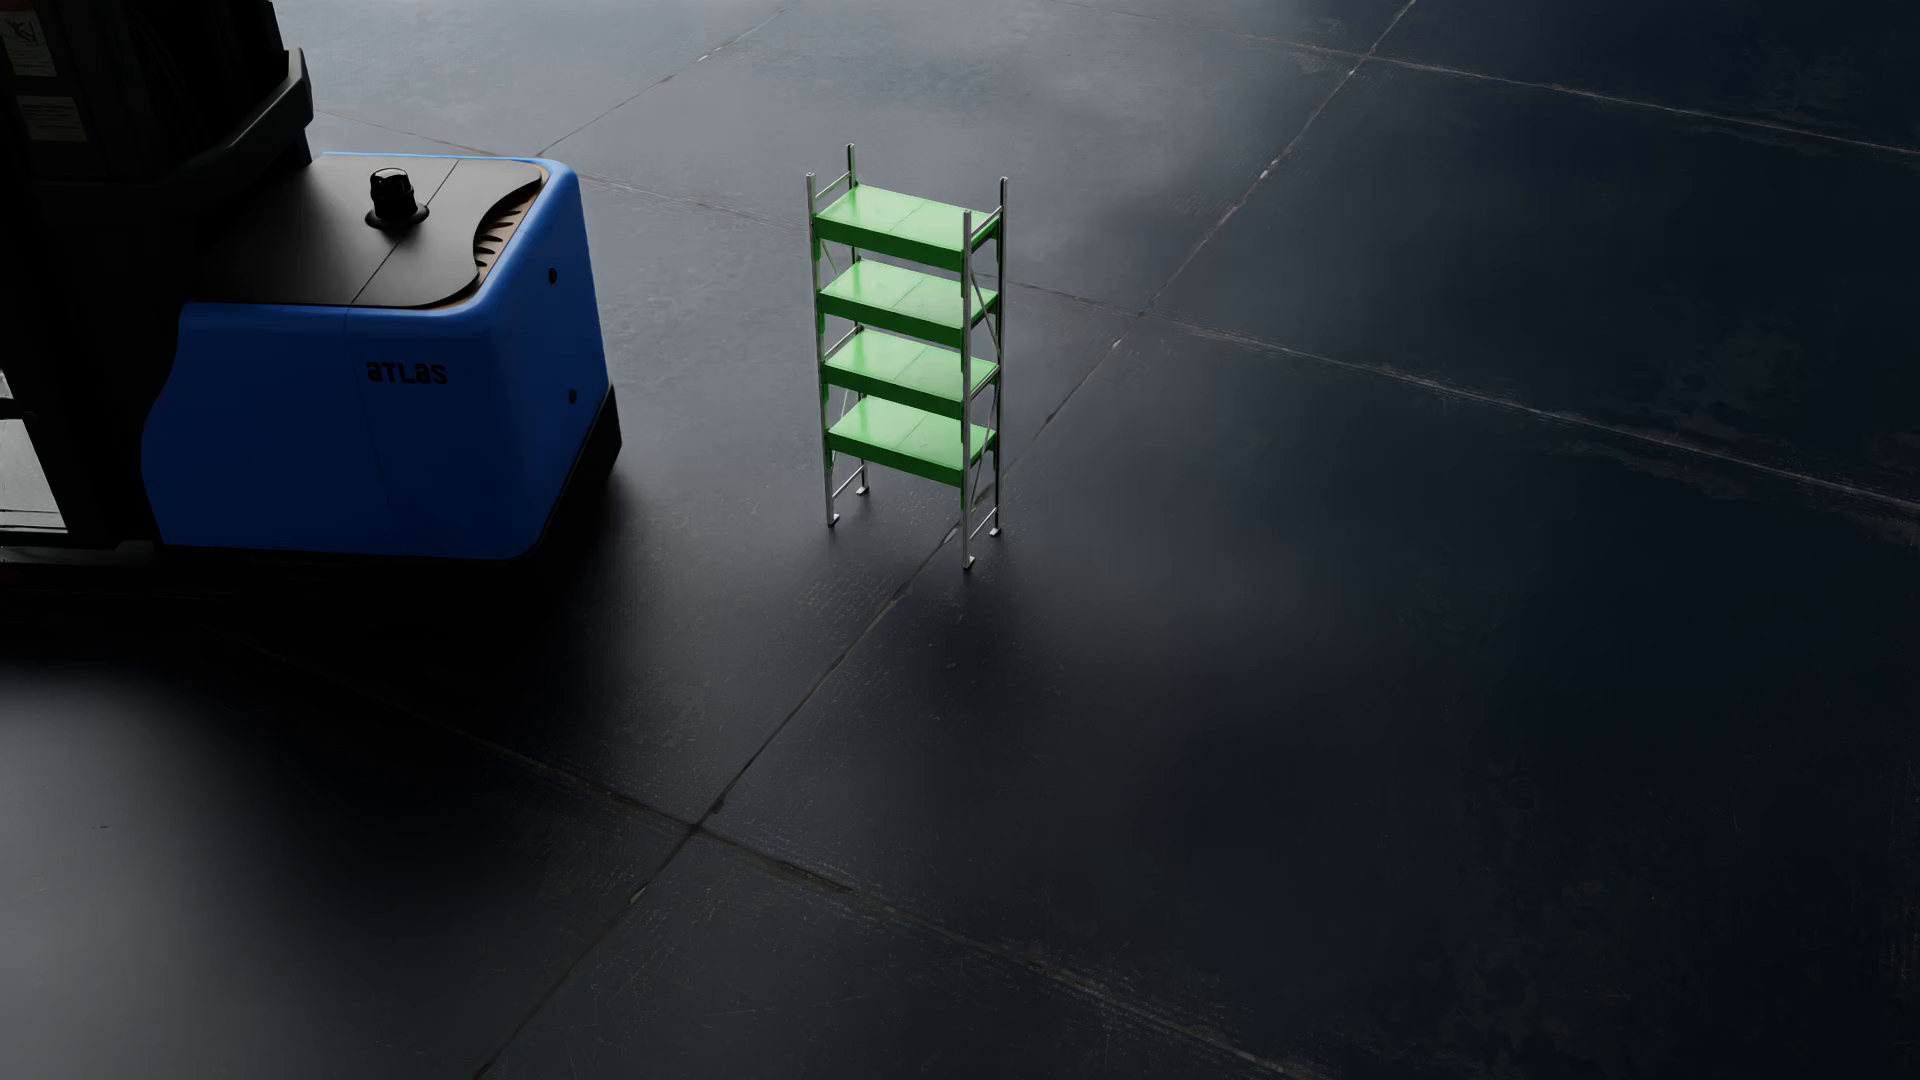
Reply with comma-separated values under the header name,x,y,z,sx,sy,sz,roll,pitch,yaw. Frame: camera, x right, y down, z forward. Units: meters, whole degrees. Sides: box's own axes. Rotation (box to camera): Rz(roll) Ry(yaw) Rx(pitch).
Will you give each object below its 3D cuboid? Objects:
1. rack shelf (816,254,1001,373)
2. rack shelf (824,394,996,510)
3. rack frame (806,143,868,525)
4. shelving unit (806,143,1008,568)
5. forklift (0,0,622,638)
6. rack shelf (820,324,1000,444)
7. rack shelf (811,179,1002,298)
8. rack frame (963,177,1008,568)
name,x,y,z,sx,sy,sz,roll,pitch,yaw
rack shelf,-0.147,-0.664,4.841,0.480,0.148,0.258,17,41,21
rack shelf,-0.147,-0.282,5.132,0.480,0.148,0.258,17,41,21
rack frame,-0.364,-0.592,5.037,0.015,1.200,0.240,17,41,21
shelving unit,-0.147,-0.524,4.948,0.503,1.200,0.258,17,41,21
forklift,-2.670,-1.234,4.452,3.031,2.935,1.130,3,37,3
rack shelf,-0.147,-0.473,4.987,0.480,0.148,0.258,17,41,21
rack shelf,-0.147,-0.855,4.696,0.480,0.148,0.258,17,41,21
rack frame,0.070,-0.456,4.858,0.015,1.200,0.240,17,41,21
